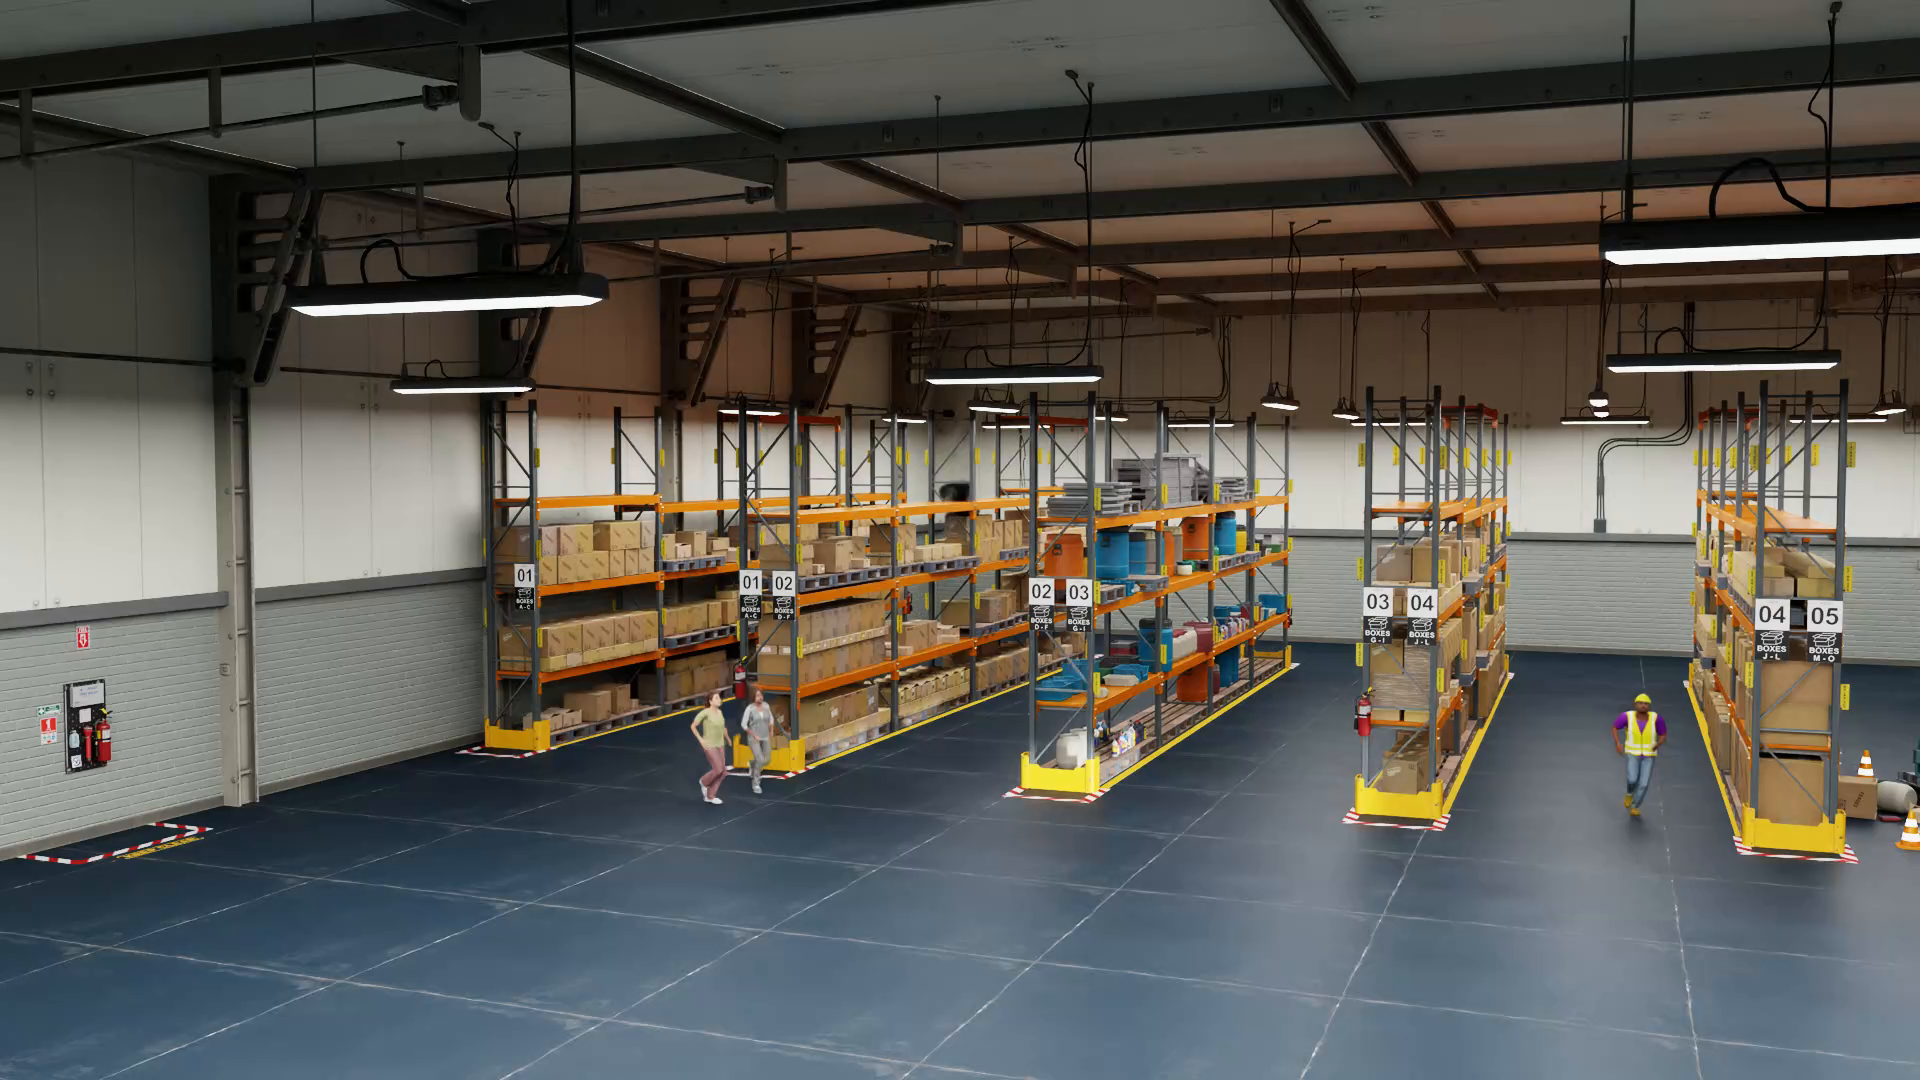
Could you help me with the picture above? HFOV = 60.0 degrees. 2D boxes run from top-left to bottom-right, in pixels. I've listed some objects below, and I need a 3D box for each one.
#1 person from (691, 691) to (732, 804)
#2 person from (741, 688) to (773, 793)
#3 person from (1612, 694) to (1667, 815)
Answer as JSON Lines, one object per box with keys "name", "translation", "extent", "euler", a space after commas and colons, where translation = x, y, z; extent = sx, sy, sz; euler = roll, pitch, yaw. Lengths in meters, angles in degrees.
{"name": "person", "translation": [-3.552, 3.003, 24.074], "extent": [0.507, 1.634, 0.587], "euler": [2, 4, 37]}
{"name": "person", "translation": [-3.044, 3.002, 24.994], "extent": [0.557, 1.572, 0.610], "euler": [-2, 3, -32]}
{"name": "person", "translation": [9.478, 2.996, 23.165], "extent": [0.704, 1.718, 0.563], "euler": [1, 3, 16]}
